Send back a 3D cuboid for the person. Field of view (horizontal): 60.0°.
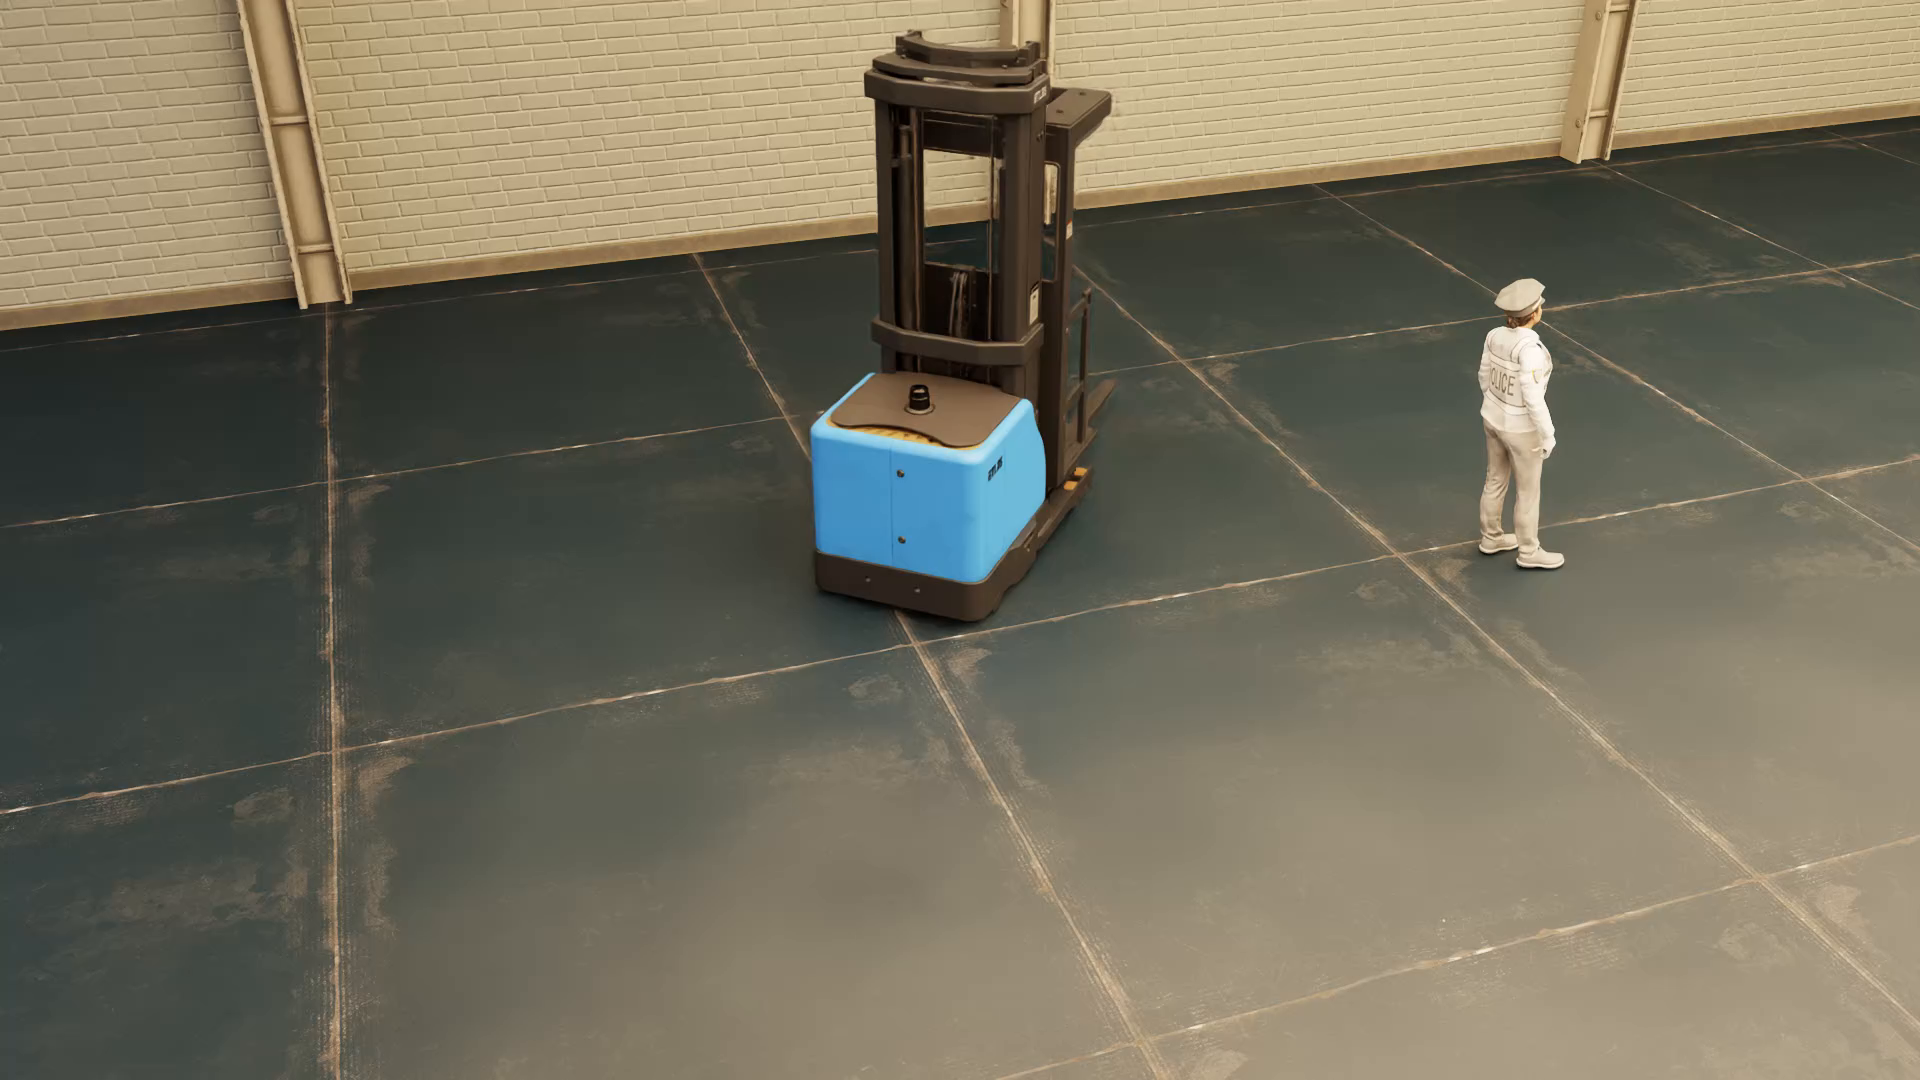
[{"bbox_3d":[3.215,-0.674,9.483,0.532,1.694,0.586,-10,31,-17],"label":"person"}]

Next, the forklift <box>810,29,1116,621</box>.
[{"bbox_3d":[0.197,-1.544,9.771,1.130,2.935,3.031,11,32,19],"label":"forklift"}]
